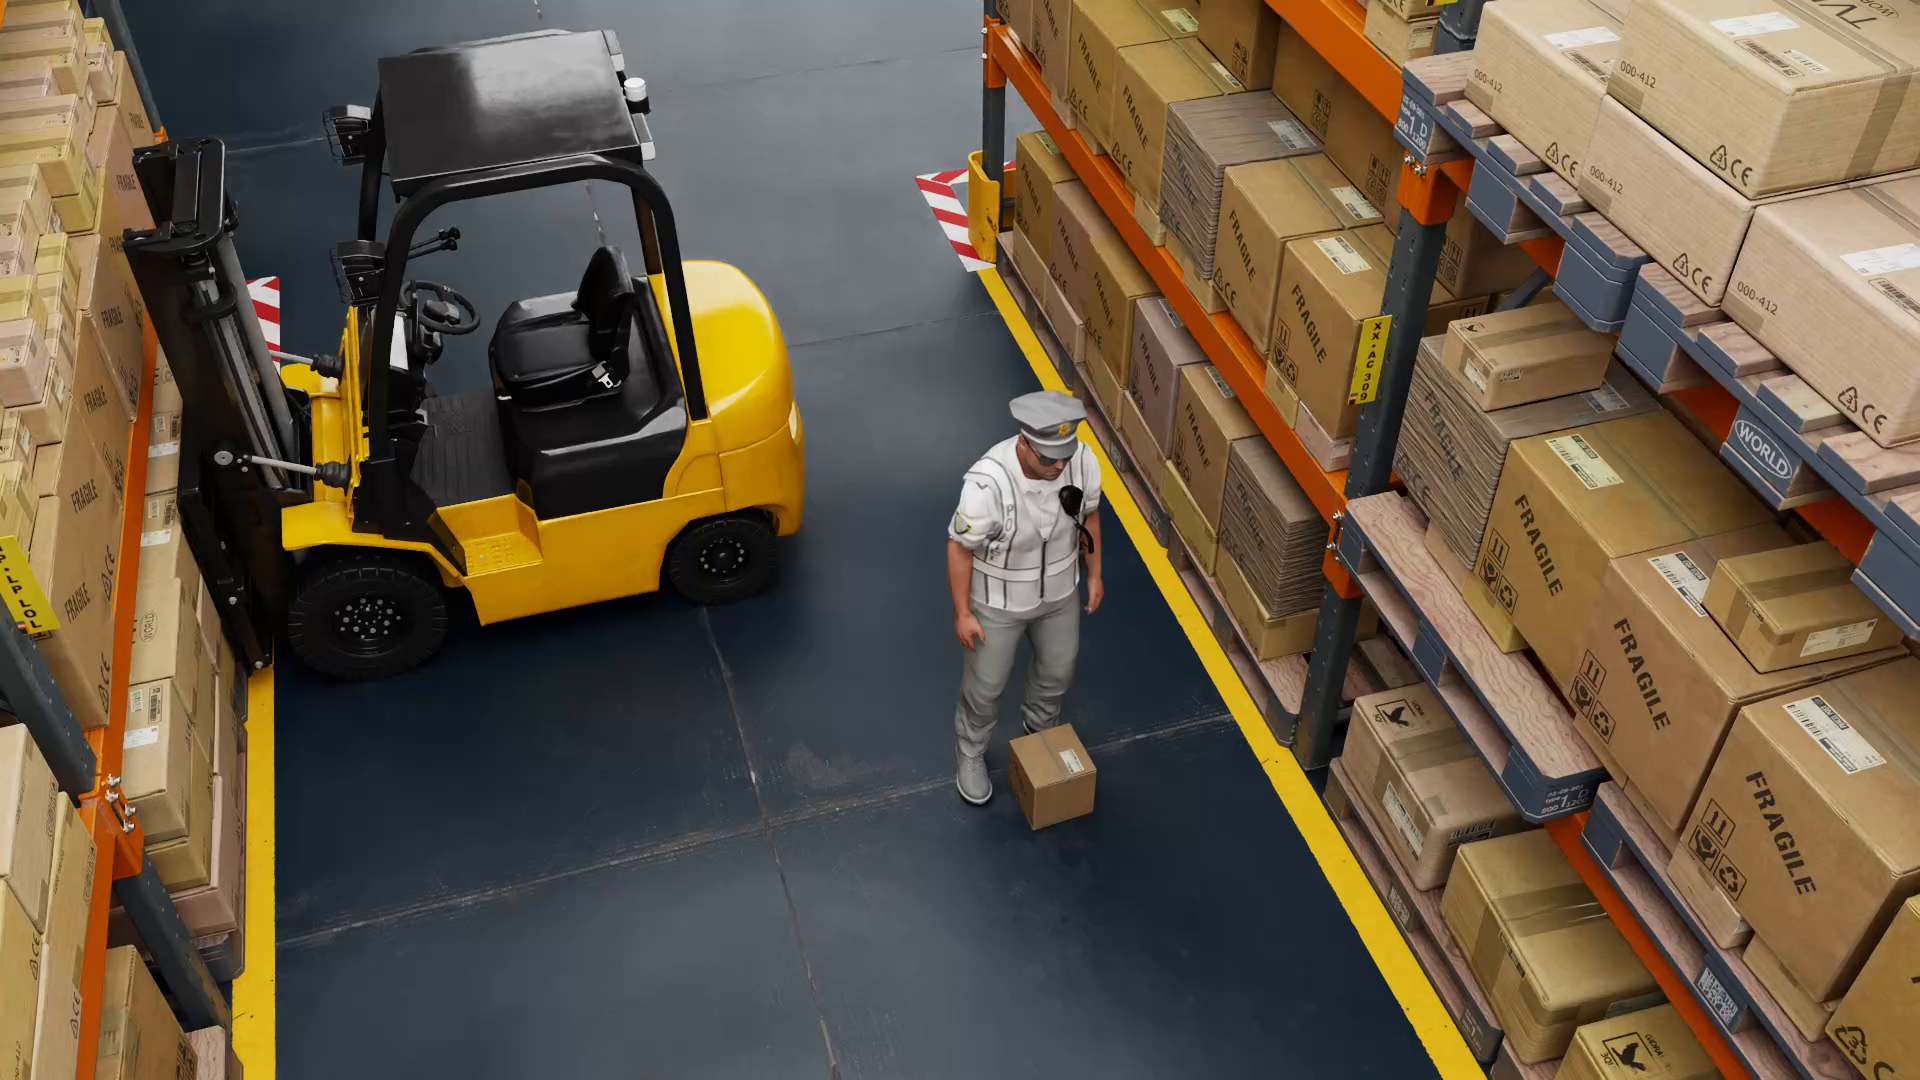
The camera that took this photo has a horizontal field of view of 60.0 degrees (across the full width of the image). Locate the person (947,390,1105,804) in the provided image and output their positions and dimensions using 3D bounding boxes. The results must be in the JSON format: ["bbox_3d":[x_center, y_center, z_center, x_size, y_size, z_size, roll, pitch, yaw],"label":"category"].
[{"bbox_3d":[0.226,0.170,5.967,0.604,1.746,0.429,-16,44,-17],"label":"person"}]
